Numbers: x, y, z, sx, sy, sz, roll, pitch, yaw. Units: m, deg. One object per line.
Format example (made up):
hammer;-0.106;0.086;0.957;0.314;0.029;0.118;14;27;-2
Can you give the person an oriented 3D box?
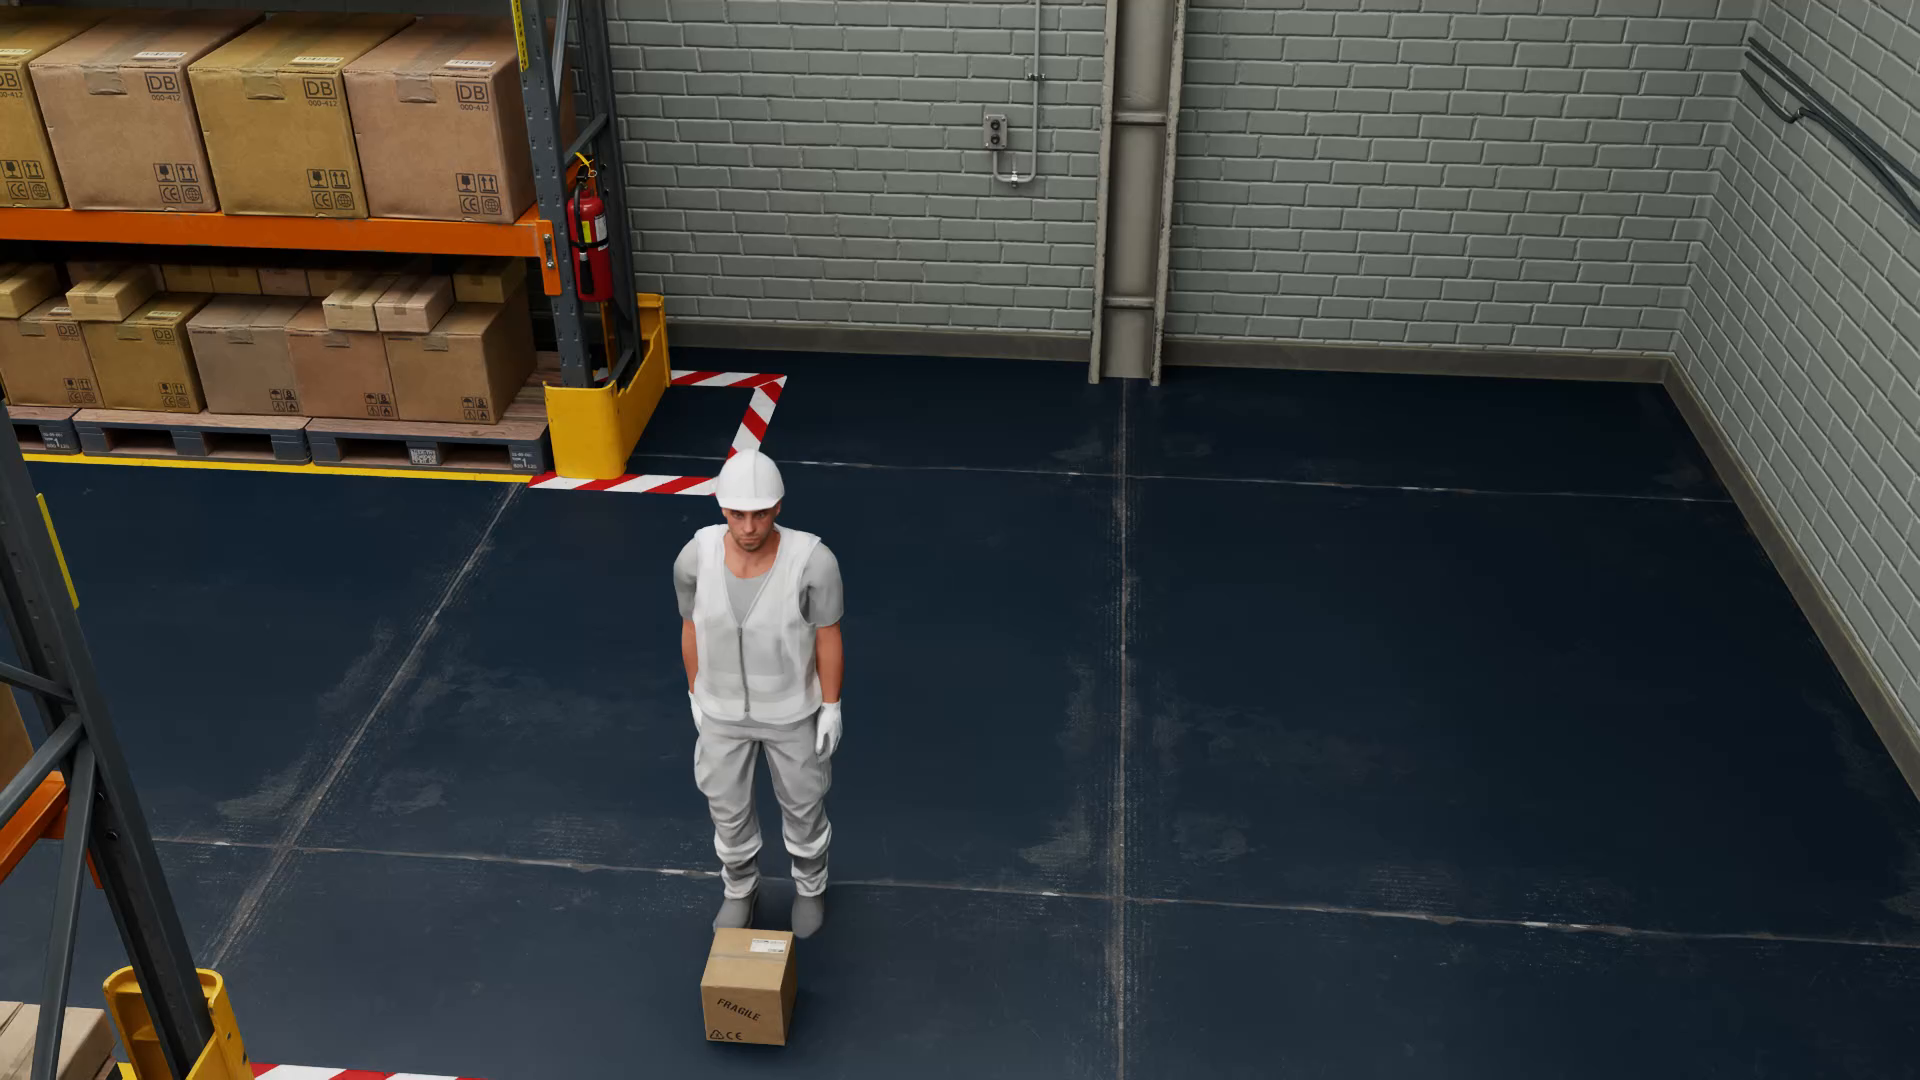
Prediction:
person;-0.622;0.539;5.265;0.524;1.810;0.362;3;32;5
